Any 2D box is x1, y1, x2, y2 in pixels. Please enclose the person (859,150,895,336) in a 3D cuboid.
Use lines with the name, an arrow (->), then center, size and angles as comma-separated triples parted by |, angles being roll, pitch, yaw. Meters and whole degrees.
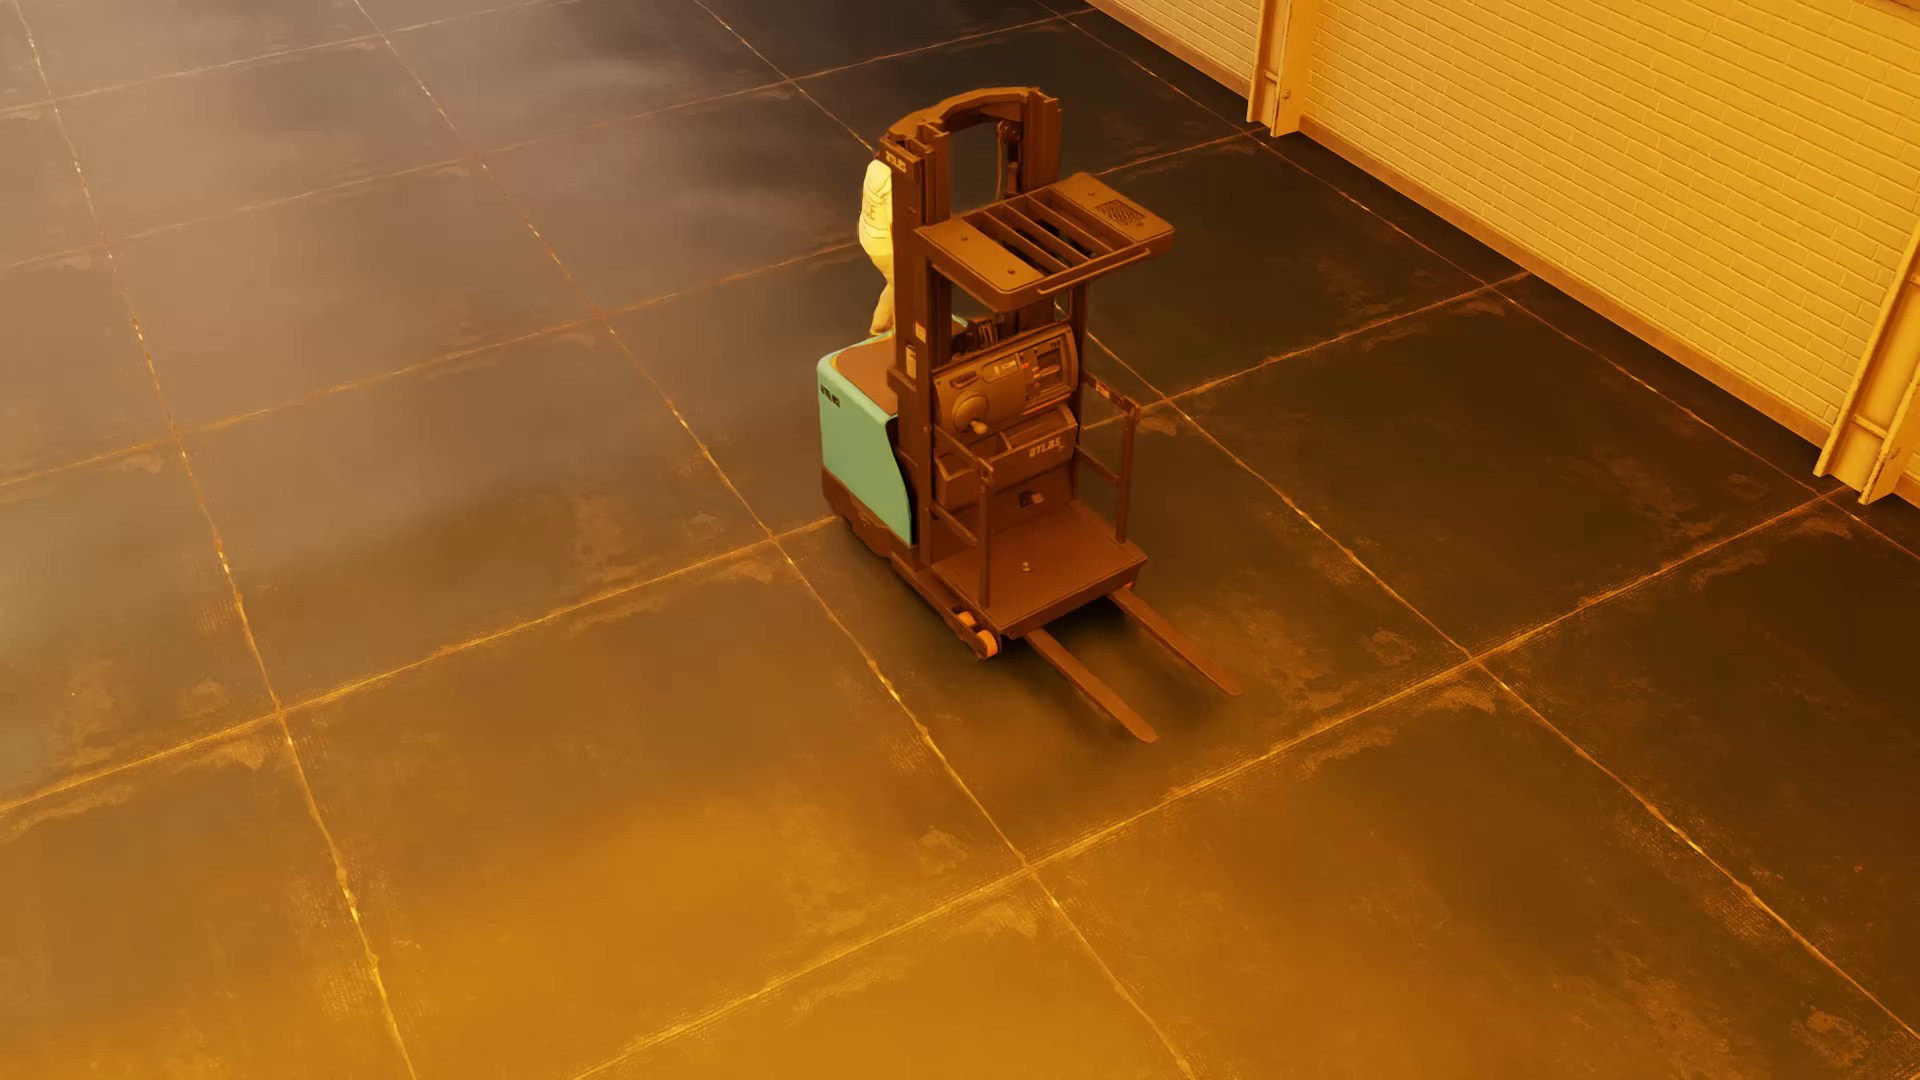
person -> -0.459, -2.064, 11.541 | 0.427, 1.638, 0.603 | -11, 41, -13

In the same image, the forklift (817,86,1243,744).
forklift -> 0.385, -0.802, 9.003 | 1.130, 2.935, 3.031 | -24, 45, -26
